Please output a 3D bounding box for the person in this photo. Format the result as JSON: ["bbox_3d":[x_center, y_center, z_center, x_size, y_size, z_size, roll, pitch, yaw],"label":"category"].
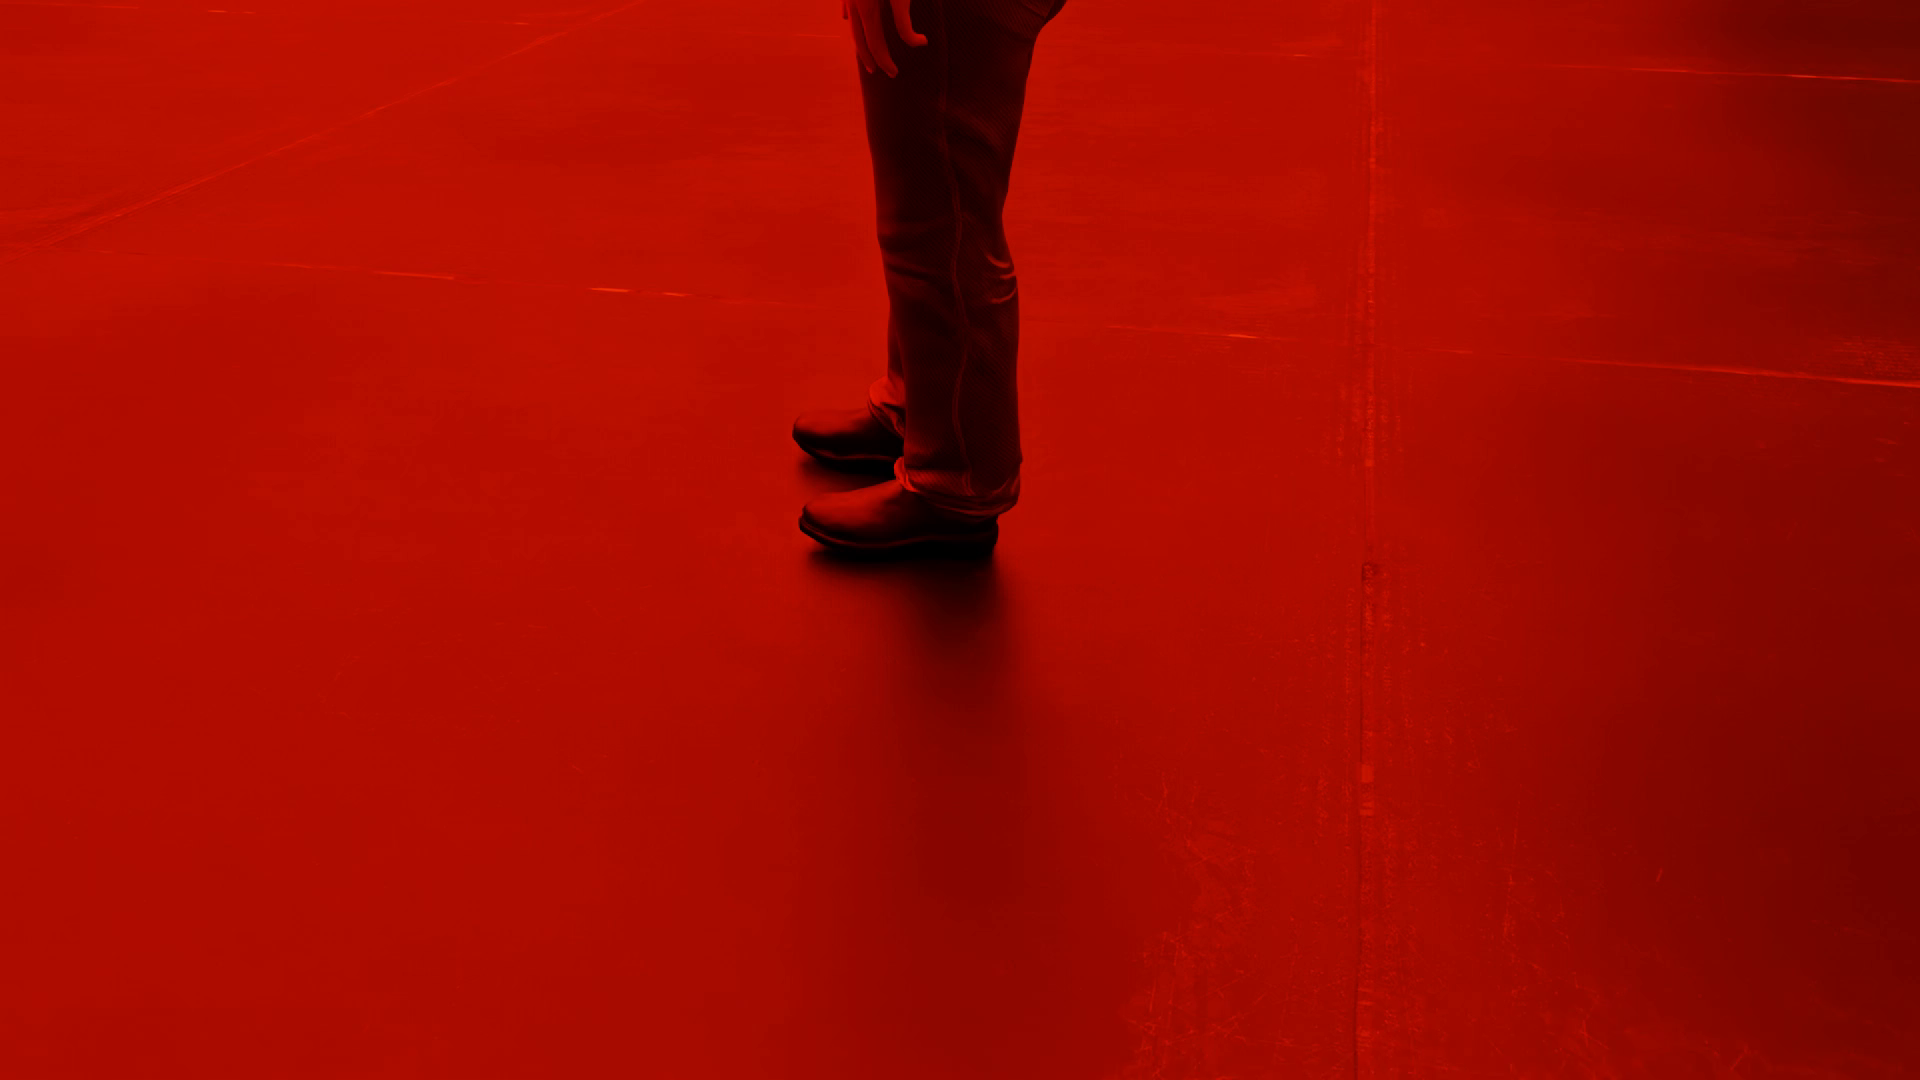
[{"bbox_3d":[-0.060,-0.784,2.127,0.566,1.722,0.633,6,27,11],"label":"person"}]
